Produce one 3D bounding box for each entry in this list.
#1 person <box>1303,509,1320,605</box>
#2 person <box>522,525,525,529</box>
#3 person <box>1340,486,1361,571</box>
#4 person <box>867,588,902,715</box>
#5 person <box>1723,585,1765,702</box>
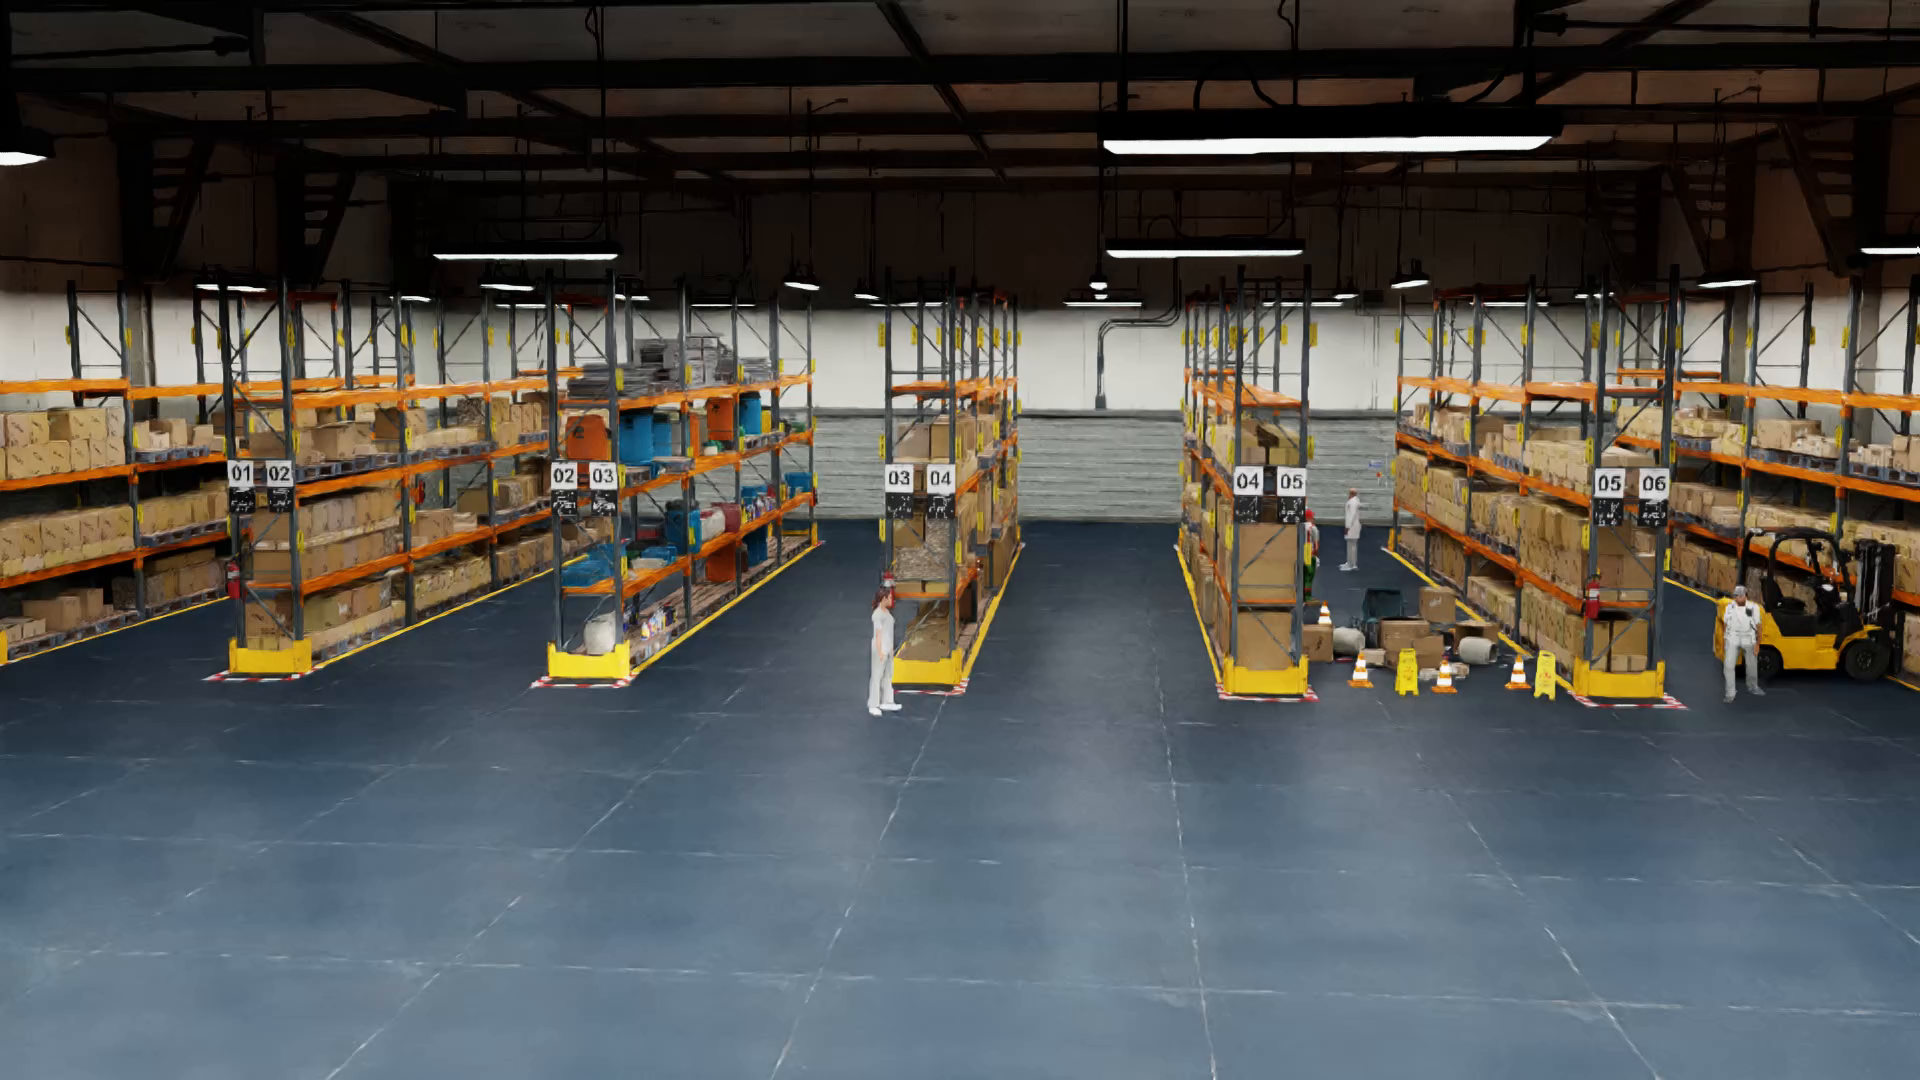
[{"bbox_3d":[6.595,0.299,31.307,0.451,1.789,0.605,-3,8,-23],"label":"person"},{"bbox_3d":[-10.659,-0.640,40.168,0.417,1.517,1.037,1,7,8],"label":"person"},{"bbox_3d":[8.465,-0.253,36.062,0.426,1.825,0.625,3,8,23],"label":"person"},{"bbox_3d":[-1.023,1.468,22.200,0.395,1.675,0.519,2,7,16],"label":"person"},{"bbox_3d":[10.841,1.412,22.993,0.553,1.621,0.896,4,8,30],"label":"person"}]
